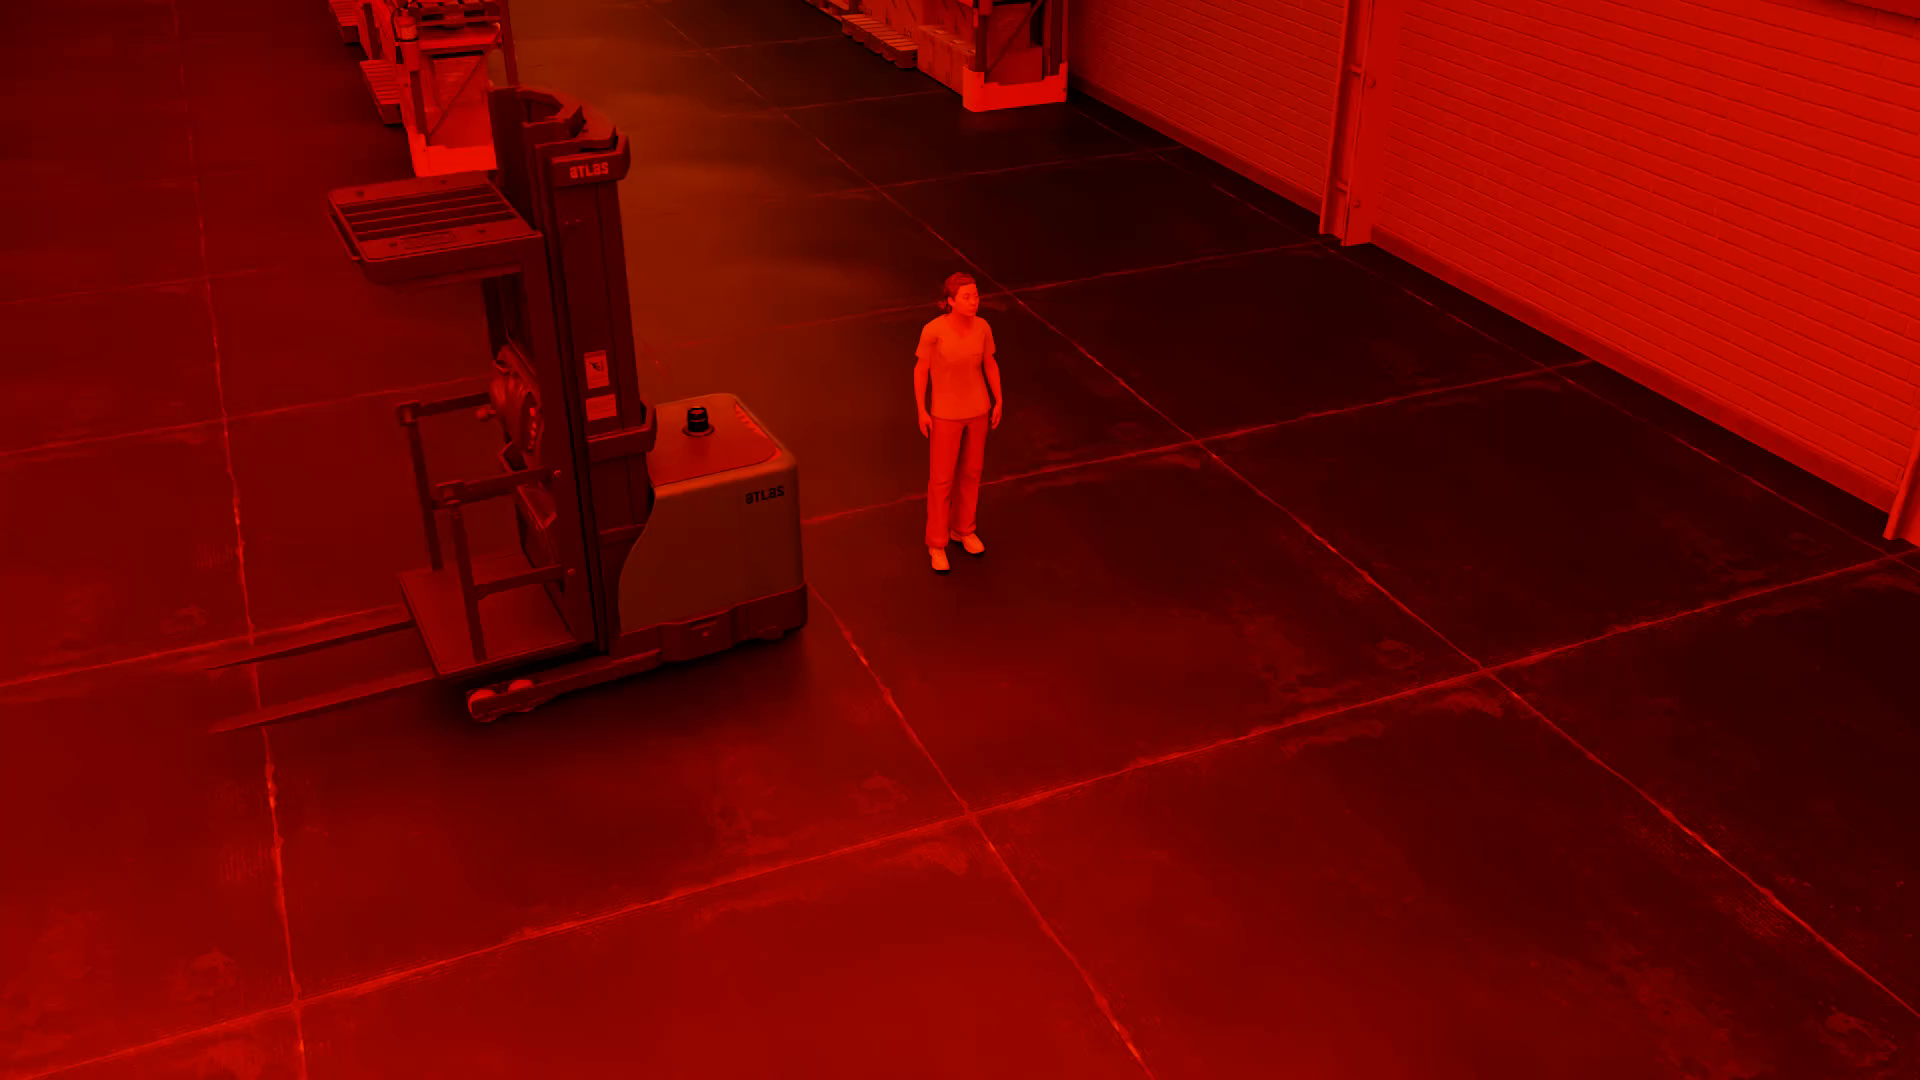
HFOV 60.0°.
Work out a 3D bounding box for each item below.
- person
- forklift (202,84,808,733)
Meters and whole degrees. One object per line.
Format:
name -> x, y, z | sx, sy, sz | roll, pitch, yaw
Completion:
person -> 0.019, -0.698, 9.591 | 0.555, 1.675, 0.549 | -12, 32, -20
forklift -> -2.388, -0.645, 8.248 | 3.031, 2.935, 1.130 | -14, 33, -23
